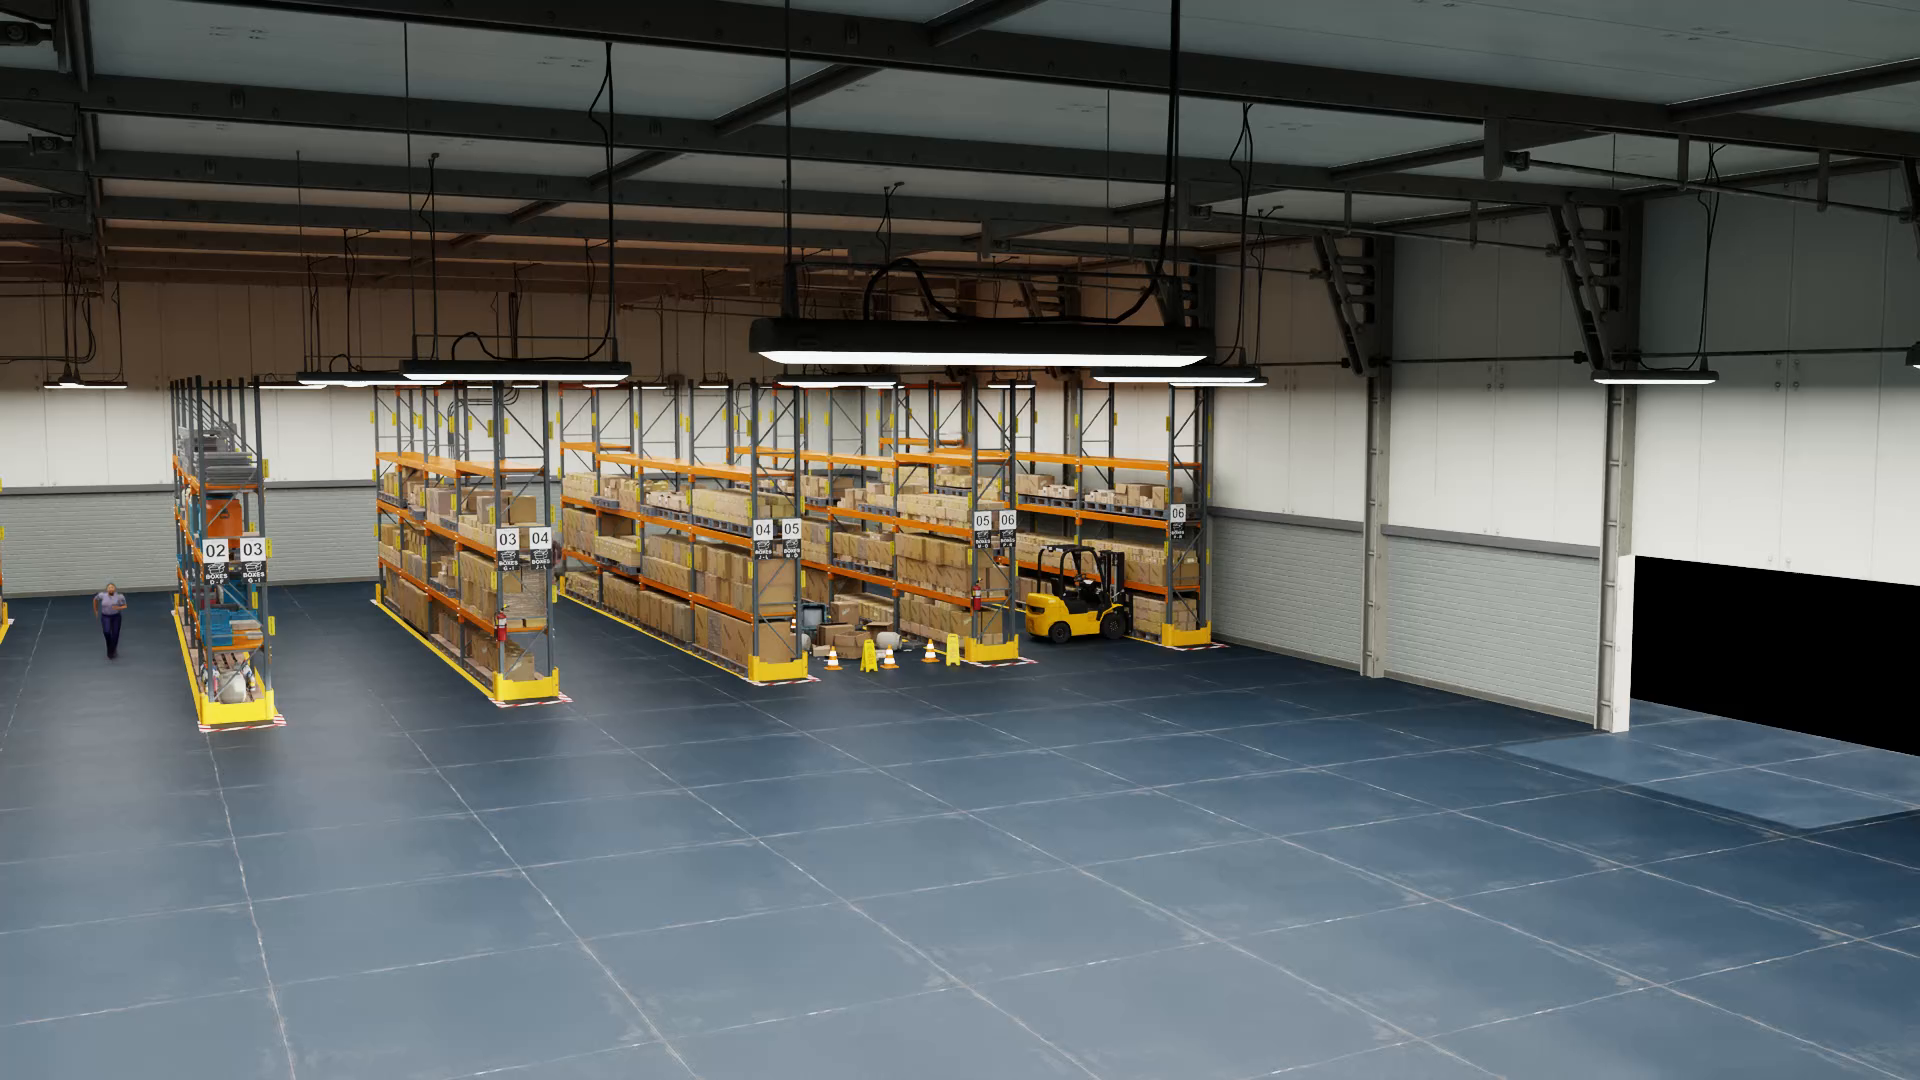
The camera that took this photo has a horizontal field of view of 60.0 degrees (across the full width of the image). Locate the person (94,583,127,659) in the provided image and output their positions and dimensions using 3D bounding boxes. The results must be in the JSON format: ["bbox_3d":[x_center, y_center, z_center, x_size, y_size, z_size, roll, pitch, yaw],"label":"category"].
[{"bbox_3d":[-18.269,1.729,35.782,0.630,1.644,0.771,-3,6,-27],"label":"person"}]

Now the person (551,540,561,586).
[{"bbox_3d":[-11.859,0.610,47.936,0.720,1.729,0.647,4,7,39],"label":"person"}]

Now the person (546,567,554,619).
[{"bbox_3d":[-10.370,1.446,41.836,0.359,1.104,0.490,-4,6,-37],"label":"person"}]
